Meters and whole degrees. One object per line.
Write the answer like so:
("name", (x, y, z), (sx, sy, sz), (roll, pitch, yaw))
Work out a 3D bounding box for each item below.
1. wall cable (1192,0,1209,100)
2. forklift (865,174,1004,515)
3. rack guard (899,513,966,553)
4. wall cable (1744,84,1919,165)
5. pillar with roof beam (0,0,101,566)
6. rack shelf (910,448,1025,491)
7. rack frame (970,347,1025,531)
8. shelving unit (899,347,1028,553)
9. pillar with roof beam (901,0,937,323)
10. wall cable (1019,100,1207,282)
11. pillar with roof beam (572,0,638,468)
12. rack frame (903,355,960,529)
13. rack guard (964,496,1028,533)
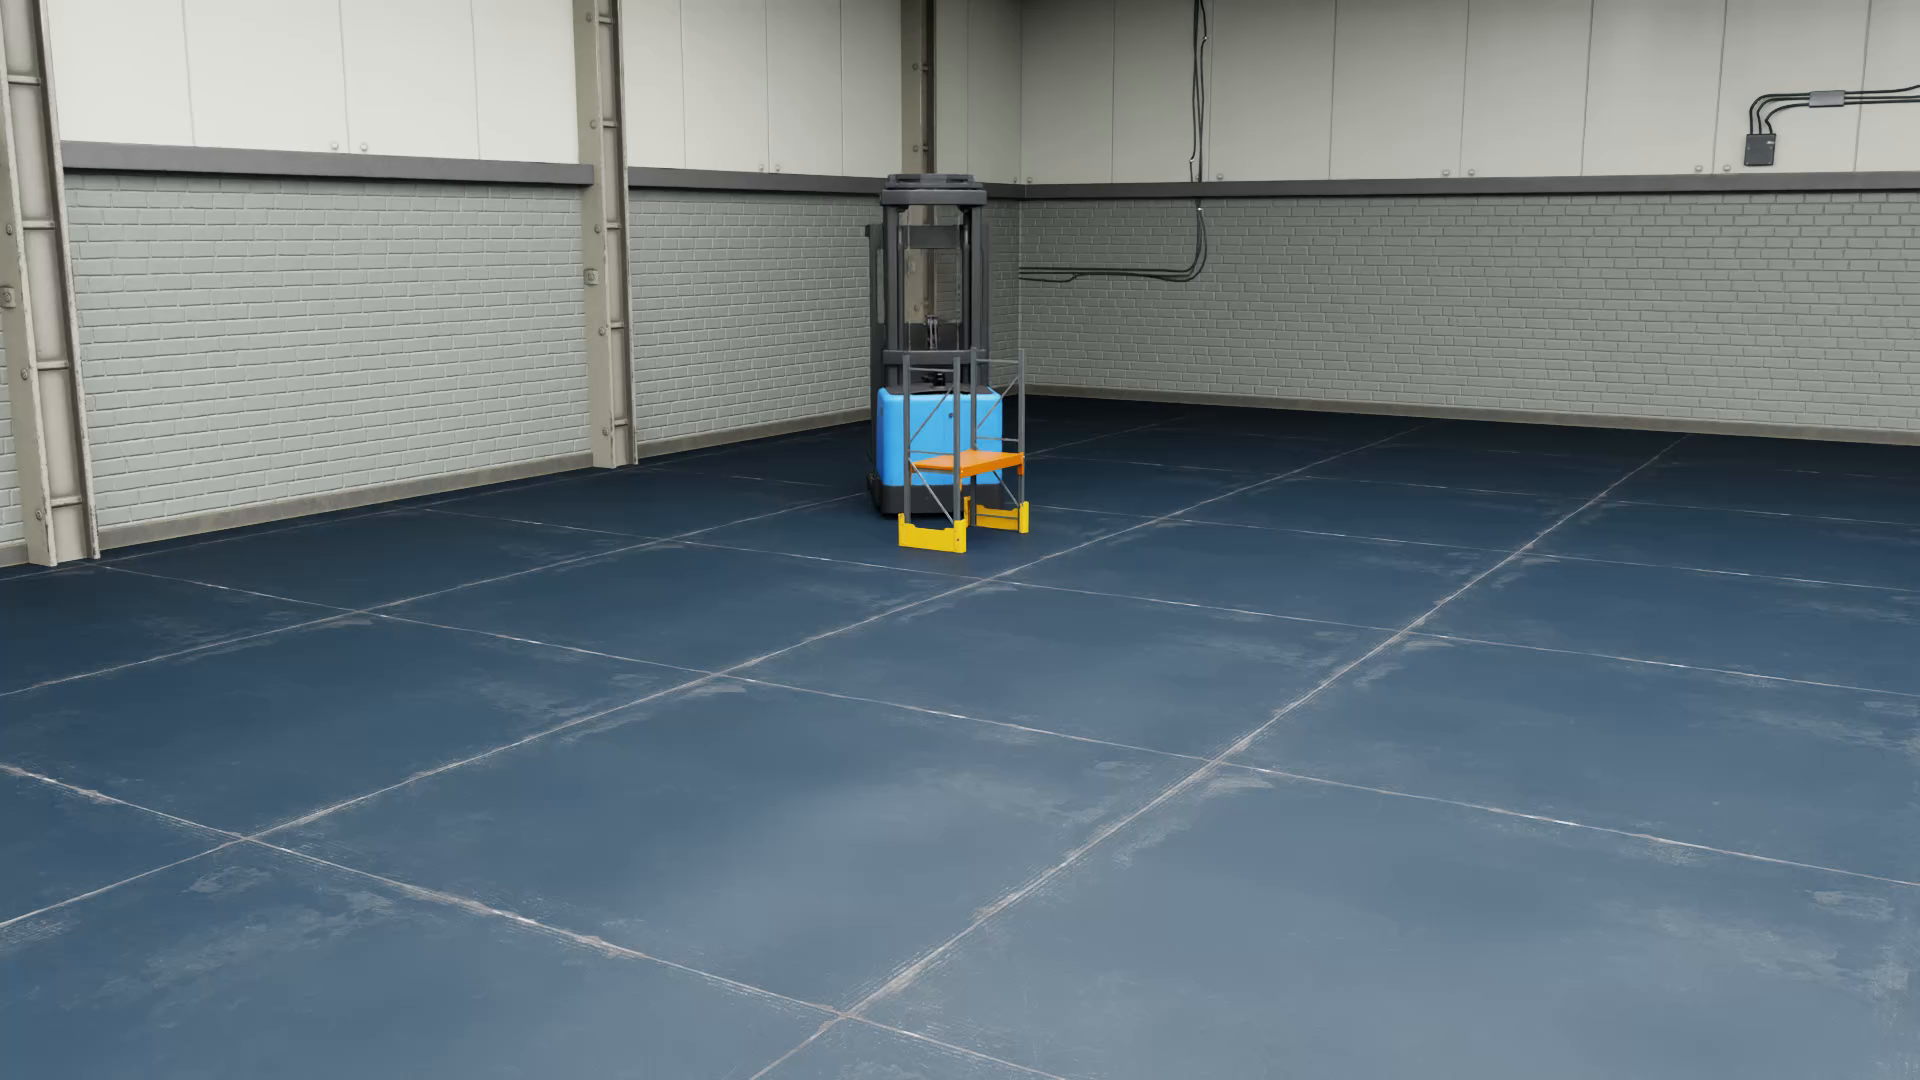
("wall cable", (4.432, -7.195, 22.061), (3.097, 2.526, 0.112), (6, 12, 31))
("forklift", (-0.305, -1.880, 15.444), (1.130, 2.935, 3.031), (-1, 11, -6))
("rack guard", (-0.219, -0.057, 12.991), (0.587, 0.250, 0.087), (6, 12, 31))
("wall cable", (10.225, -7.260, 18.449), (2.305, 6.003, 0.169), (6, 12, 31))
("pillar with roof beam", (-3.091, -3.862, 9.543), (9.100, 9.000, 0.400), (6, 12, 31))
("rack shelf", (0.044, -0.574, 13.335), (0.538, 0.185, 1.000), (6, 12, 31))
("rack frame", (0.308, -0.831, 13.729), (0.500, 1.500, 0.032), (6, 12, 31))
("shelving unit", (0.040, -0.749, 13.295), (0.587, 1.500, 1.083), (6, 12, 31))
("pillar with roof beam", (3.139, -5.749, 19.623), (9.100, 9.000, 0.400), (6, 12, 31))
("wall cable", (2.120, -4.971, 23.906), (3.097, 2.526, 0.112), (6, 12, 31))
("pillar with roof beam", (0.024, -4.806, 14.583), (9.100, 9.000, 0.400), (6, 12, 31))
("rack frame", (-0.220, -0.671, 12.875), (0.500, 1.500, 0.032), (6, 12, 31))
("rack guard", (0.298, -0.213, 13.828), (0.587, 0.250, 0.087), (6, 12, 31))
